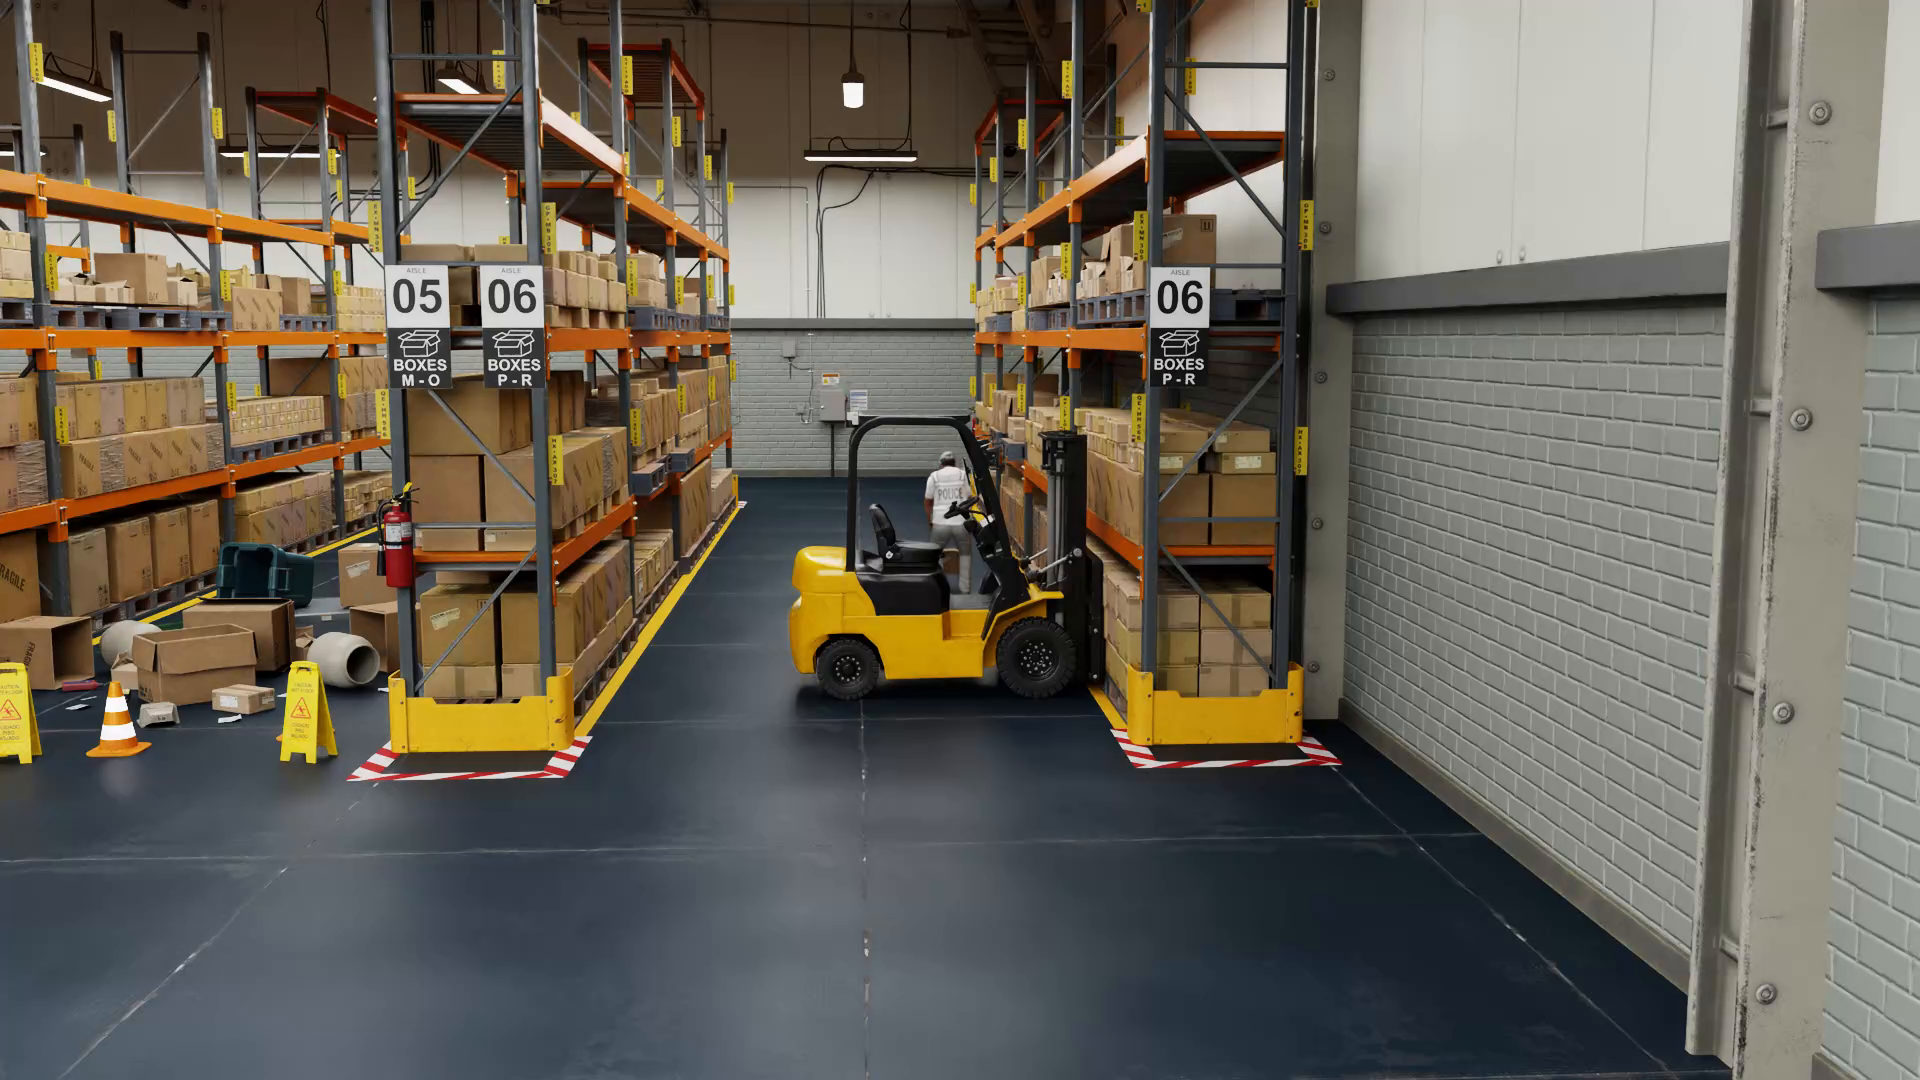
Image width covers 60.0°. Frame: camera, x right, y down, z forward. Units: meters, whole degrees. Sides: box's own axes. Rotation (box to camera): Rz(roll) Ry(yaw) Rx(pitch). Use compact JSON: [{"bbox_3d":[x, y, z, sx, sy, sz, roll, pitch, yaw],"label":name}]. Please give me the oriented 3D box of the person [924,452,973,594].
[{"bbox_3d":[-0.122,-0.151,17.549,0.519,1.541,0.591,0,7,-1],"label":"person"}]
